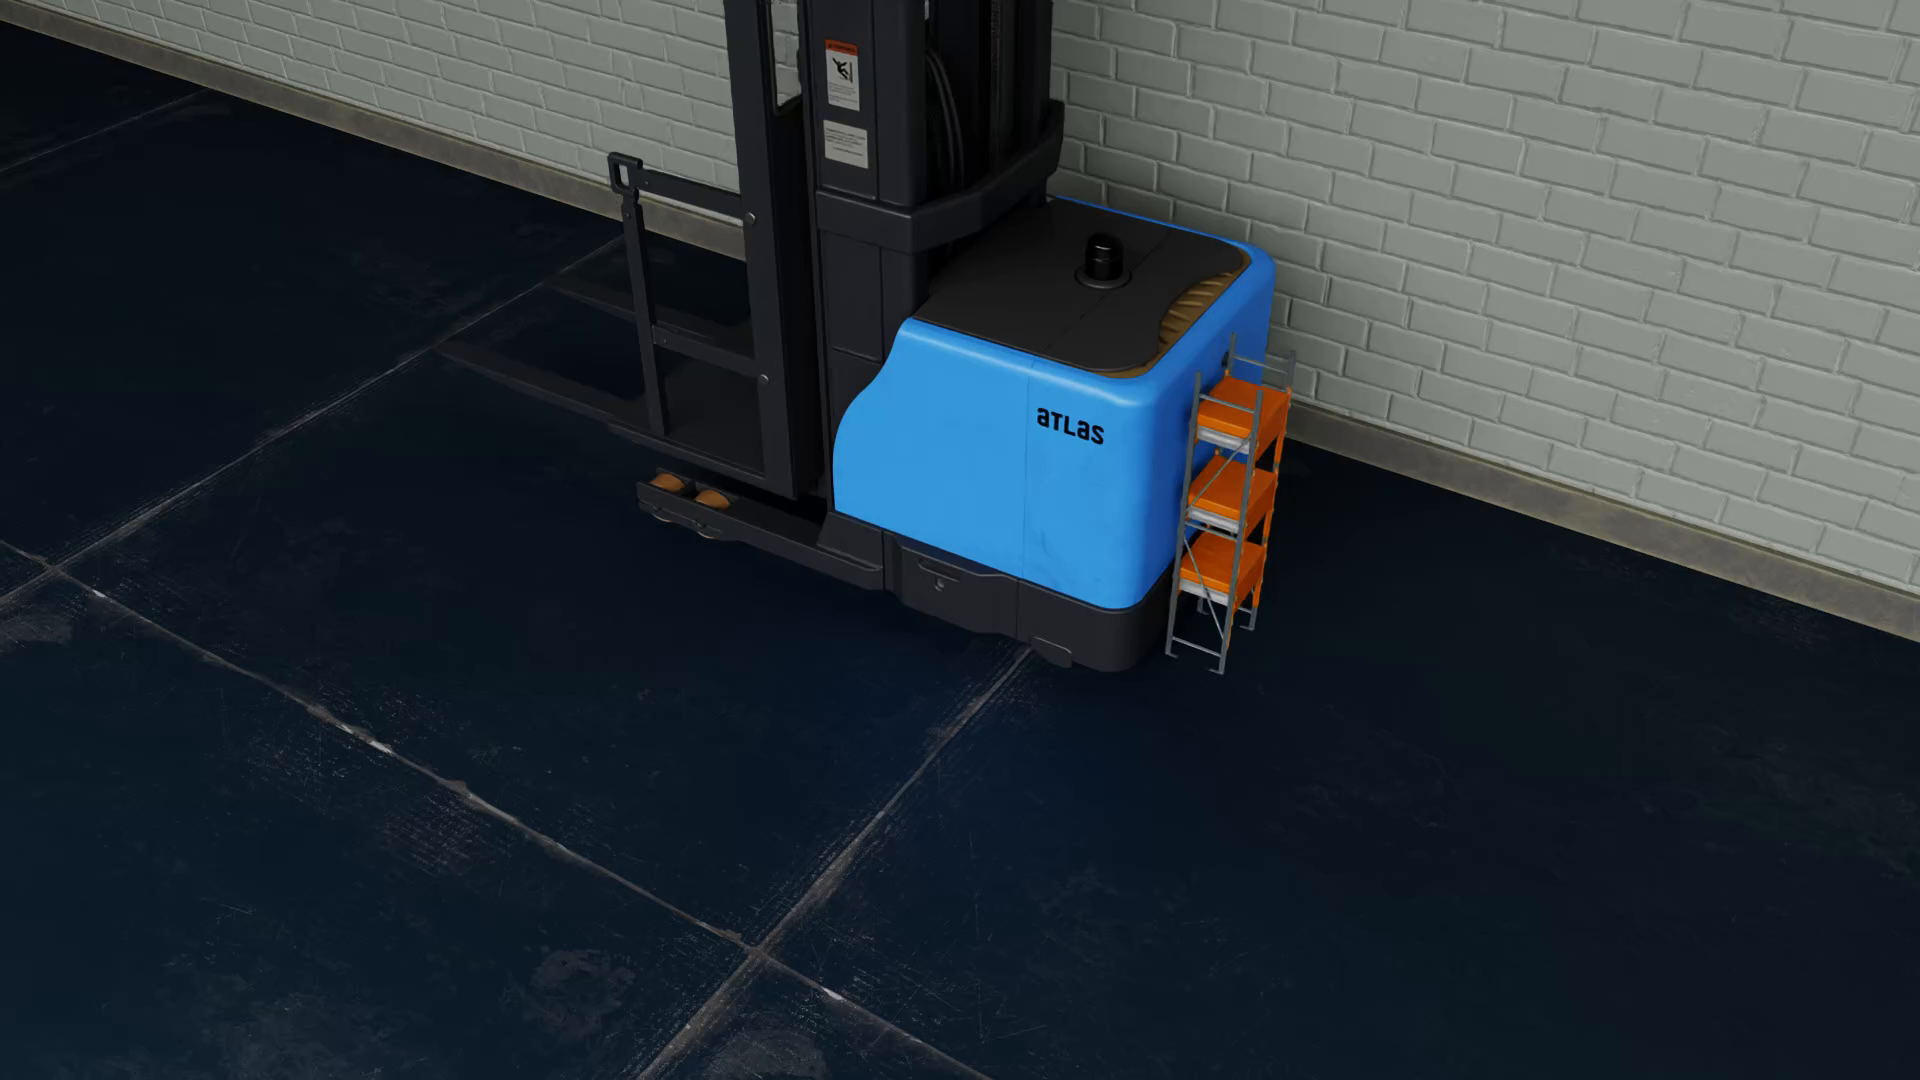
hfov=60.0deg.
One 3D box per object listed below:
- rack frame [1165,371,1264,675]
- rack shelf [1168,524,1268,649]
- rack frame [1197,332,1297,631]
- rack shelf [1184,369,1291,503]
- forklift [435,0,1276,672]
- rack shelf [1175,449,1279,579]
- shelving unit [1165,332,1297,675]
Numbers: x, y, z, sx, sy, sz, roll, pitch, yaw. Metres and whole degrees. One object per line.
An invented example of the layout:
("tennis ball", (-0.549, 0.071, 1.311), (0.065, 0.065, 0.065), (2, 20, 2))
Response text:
("rack frame", (0.742, -0.024, 4.920), (0.200, 1.050, 0.008), (20, 42, 23))
("rack shelf", (0.802, 0.139, 5.180), (0.215, 0.259, 0.240), (20, 42, 23))
("rack frame", (0.866, -0.152, 5.086), (0.200, 1.050, 0.008), (20, 42, 23))
("rack shelf", (0.806, -0.304, 4.835), (0.215, 0.259, 0.240), (20, 42, 23))
("forklift", (-0.533, -1.420, 5.192), (3.031, 2.935, 1.130), (20, 42, 24))
("rack shelf", (0.804, -0.080, 5.010), (0.215, 0.259, 0.240), (20, 42, 23))
("shelving unit", (0.804, -0.088, 5.003), (0.215, 1.050, 0.252), (20, 42, 23))
